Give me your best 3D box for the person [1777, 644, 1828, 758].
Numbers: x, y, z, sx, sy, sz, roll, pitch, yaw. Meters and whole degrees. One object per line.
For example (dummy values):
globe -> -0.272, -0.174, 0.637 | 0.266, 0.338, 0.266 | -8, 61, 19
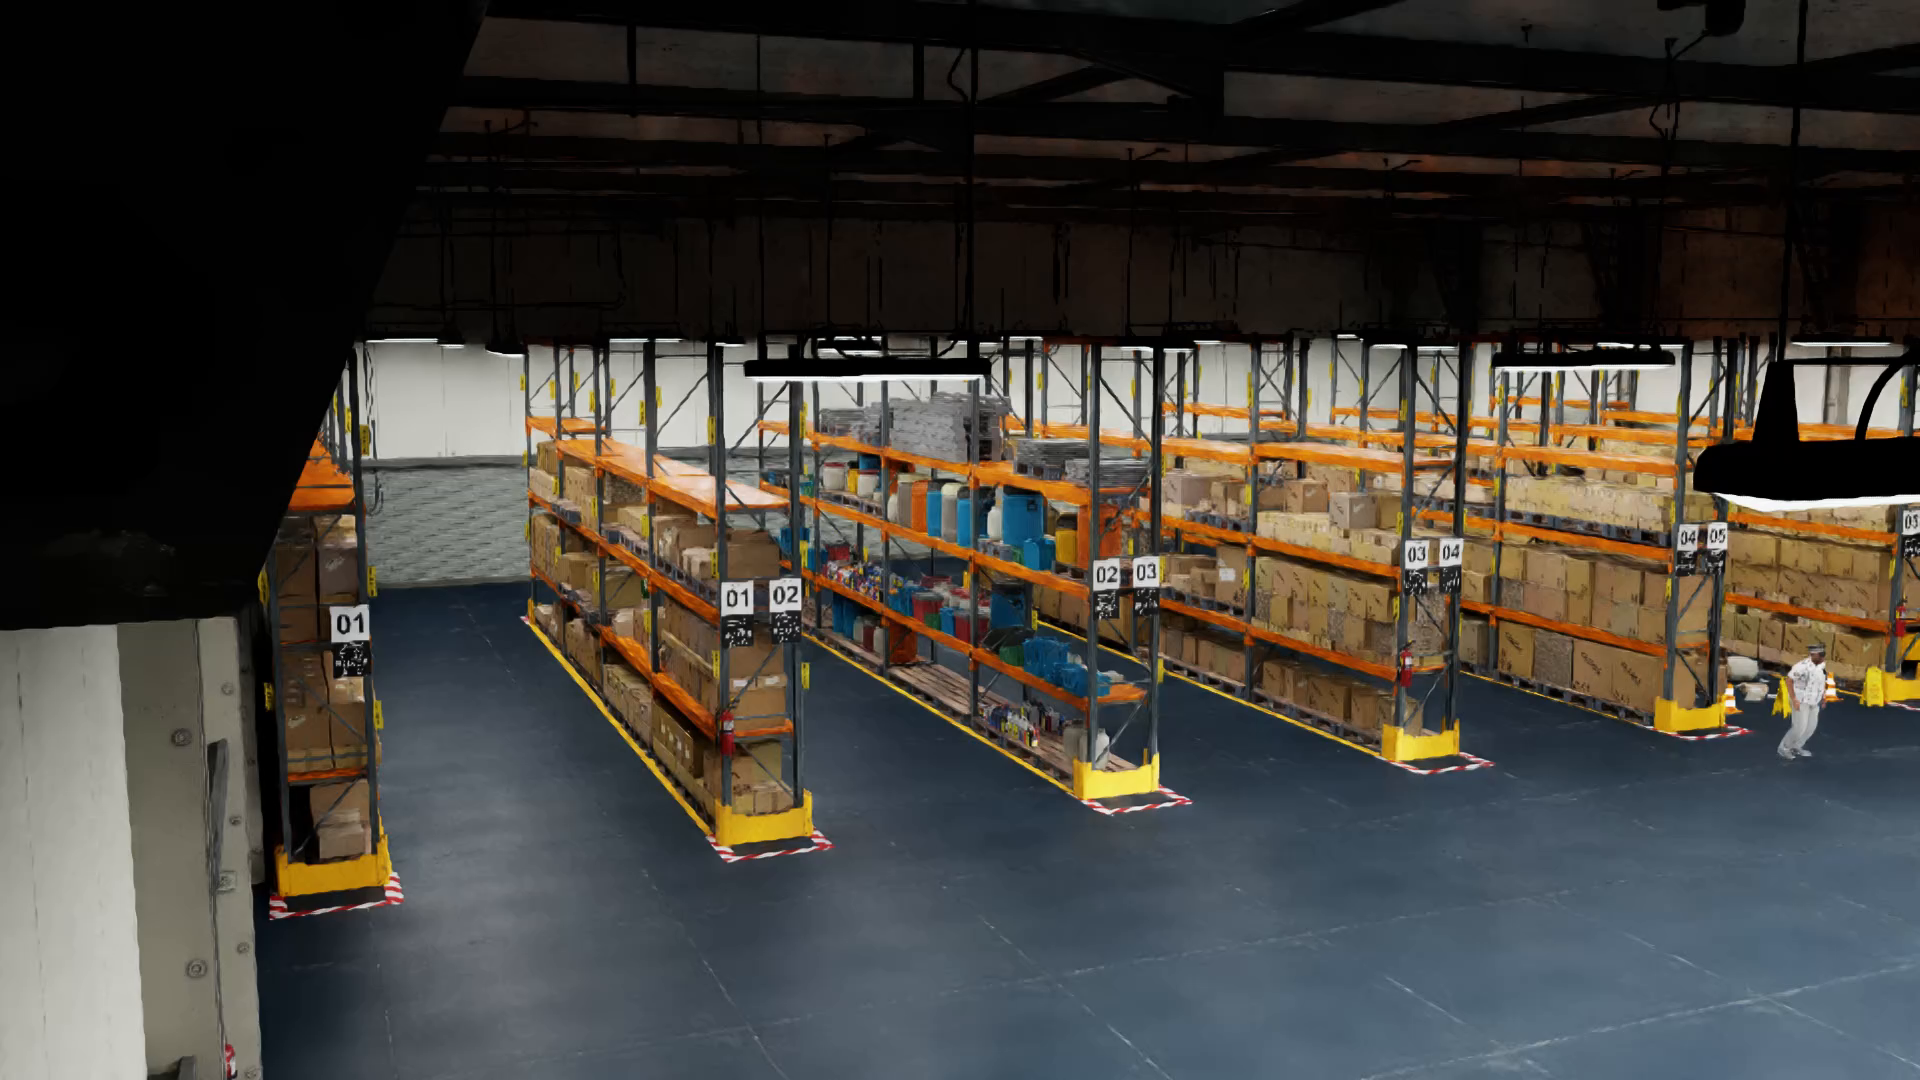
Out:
person -> 12.197, 2.303, 24.010 | 0.682, 1.715, 0.542 | -3, 8, -24

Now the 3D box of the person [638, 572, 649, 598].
person -> -6.596, 0.811, 34.849 | 0.501, 1.791, 0.647 | -2, 8, -14

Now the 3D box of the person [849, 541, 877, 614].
person -> -2.214, 0.822, 35.261 | 0.681, 1.658, 0.844 | -6, 10, -39
